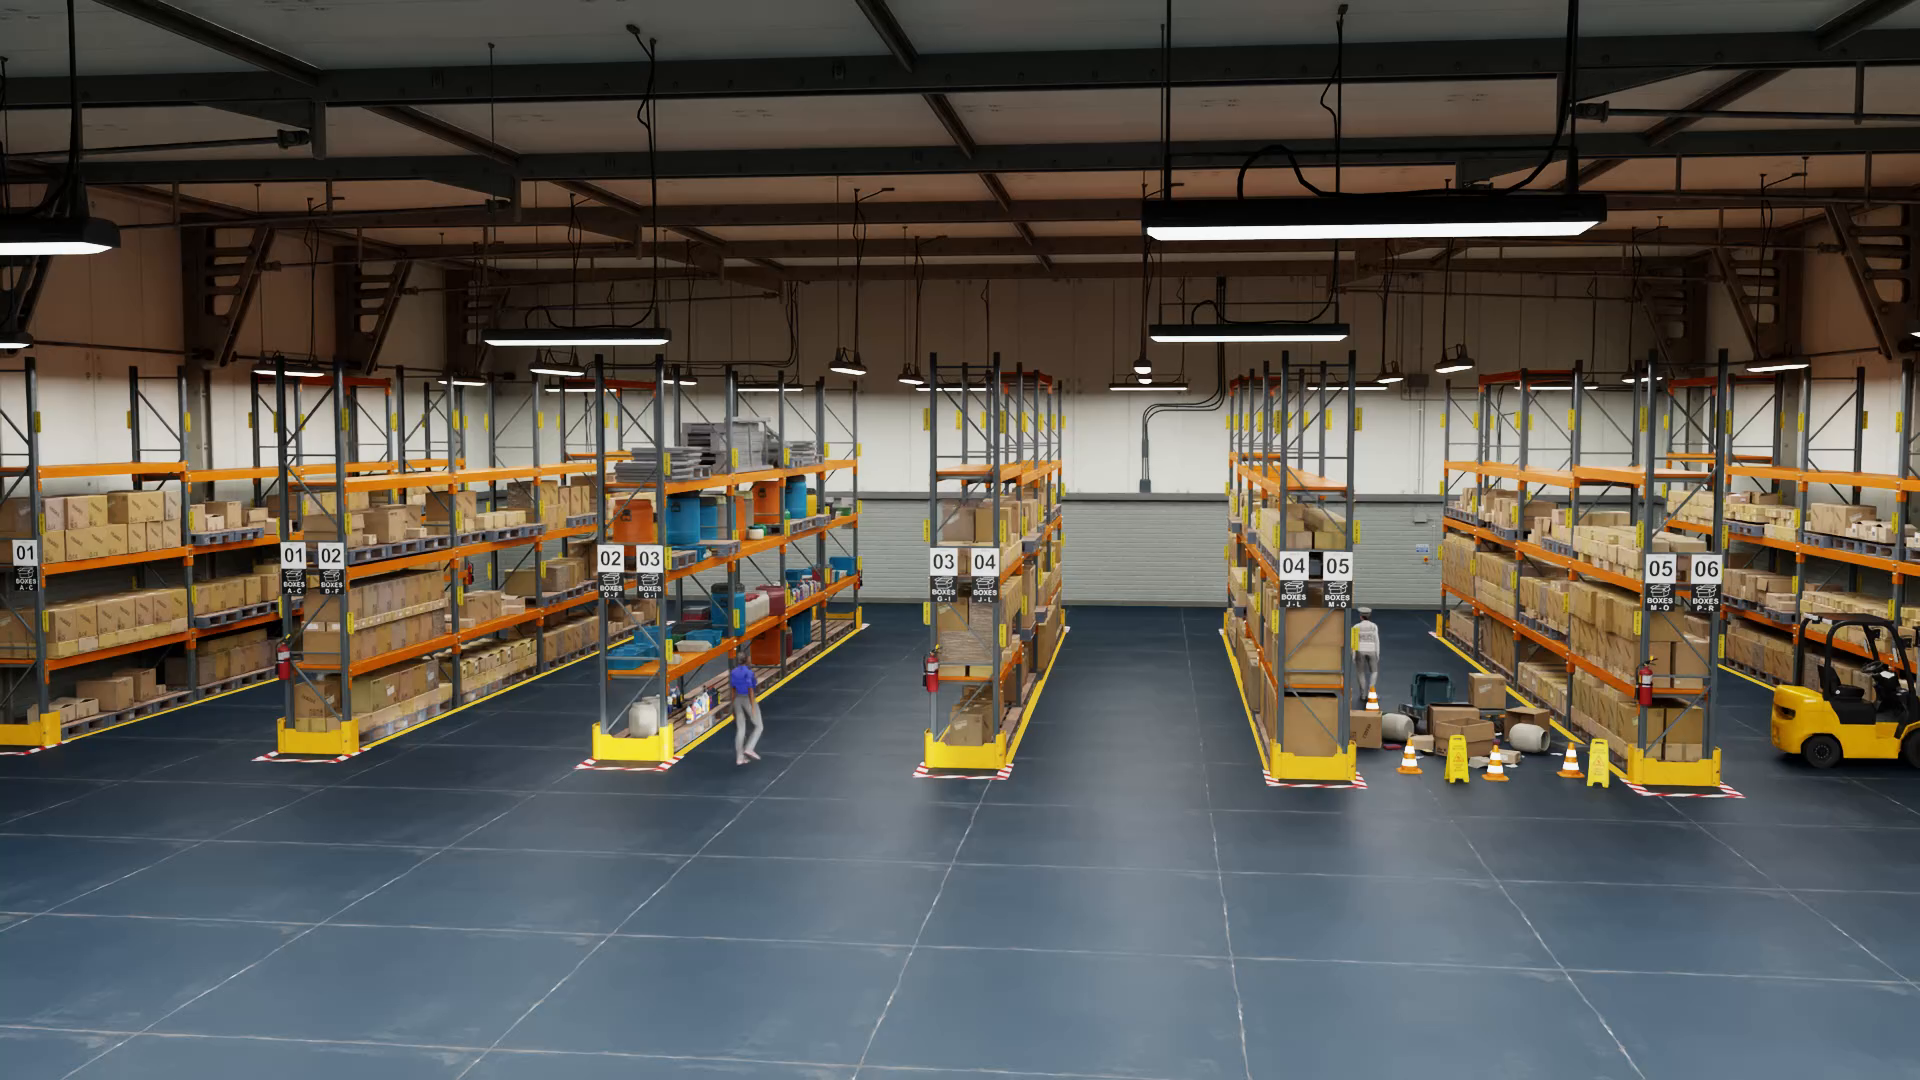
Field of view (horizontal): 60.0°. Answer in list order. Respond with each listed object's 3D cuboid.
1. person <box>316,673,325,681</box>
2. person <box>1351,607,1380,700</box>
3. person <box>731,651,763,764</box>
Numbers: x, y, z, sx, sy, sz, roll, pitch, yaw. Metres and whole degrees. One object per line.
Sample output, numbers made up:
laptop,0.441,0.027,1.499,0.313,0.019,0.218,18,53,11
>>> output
person,-11.883,1.957,31.231,0.560,1.623,1.047,0,4,-2
person,7.305,2.061,29.961,0.511,1.661,0.499,0,4,5
person,-3.158,2.448,24.378,0.499,1.643,0.394,1,4,18
